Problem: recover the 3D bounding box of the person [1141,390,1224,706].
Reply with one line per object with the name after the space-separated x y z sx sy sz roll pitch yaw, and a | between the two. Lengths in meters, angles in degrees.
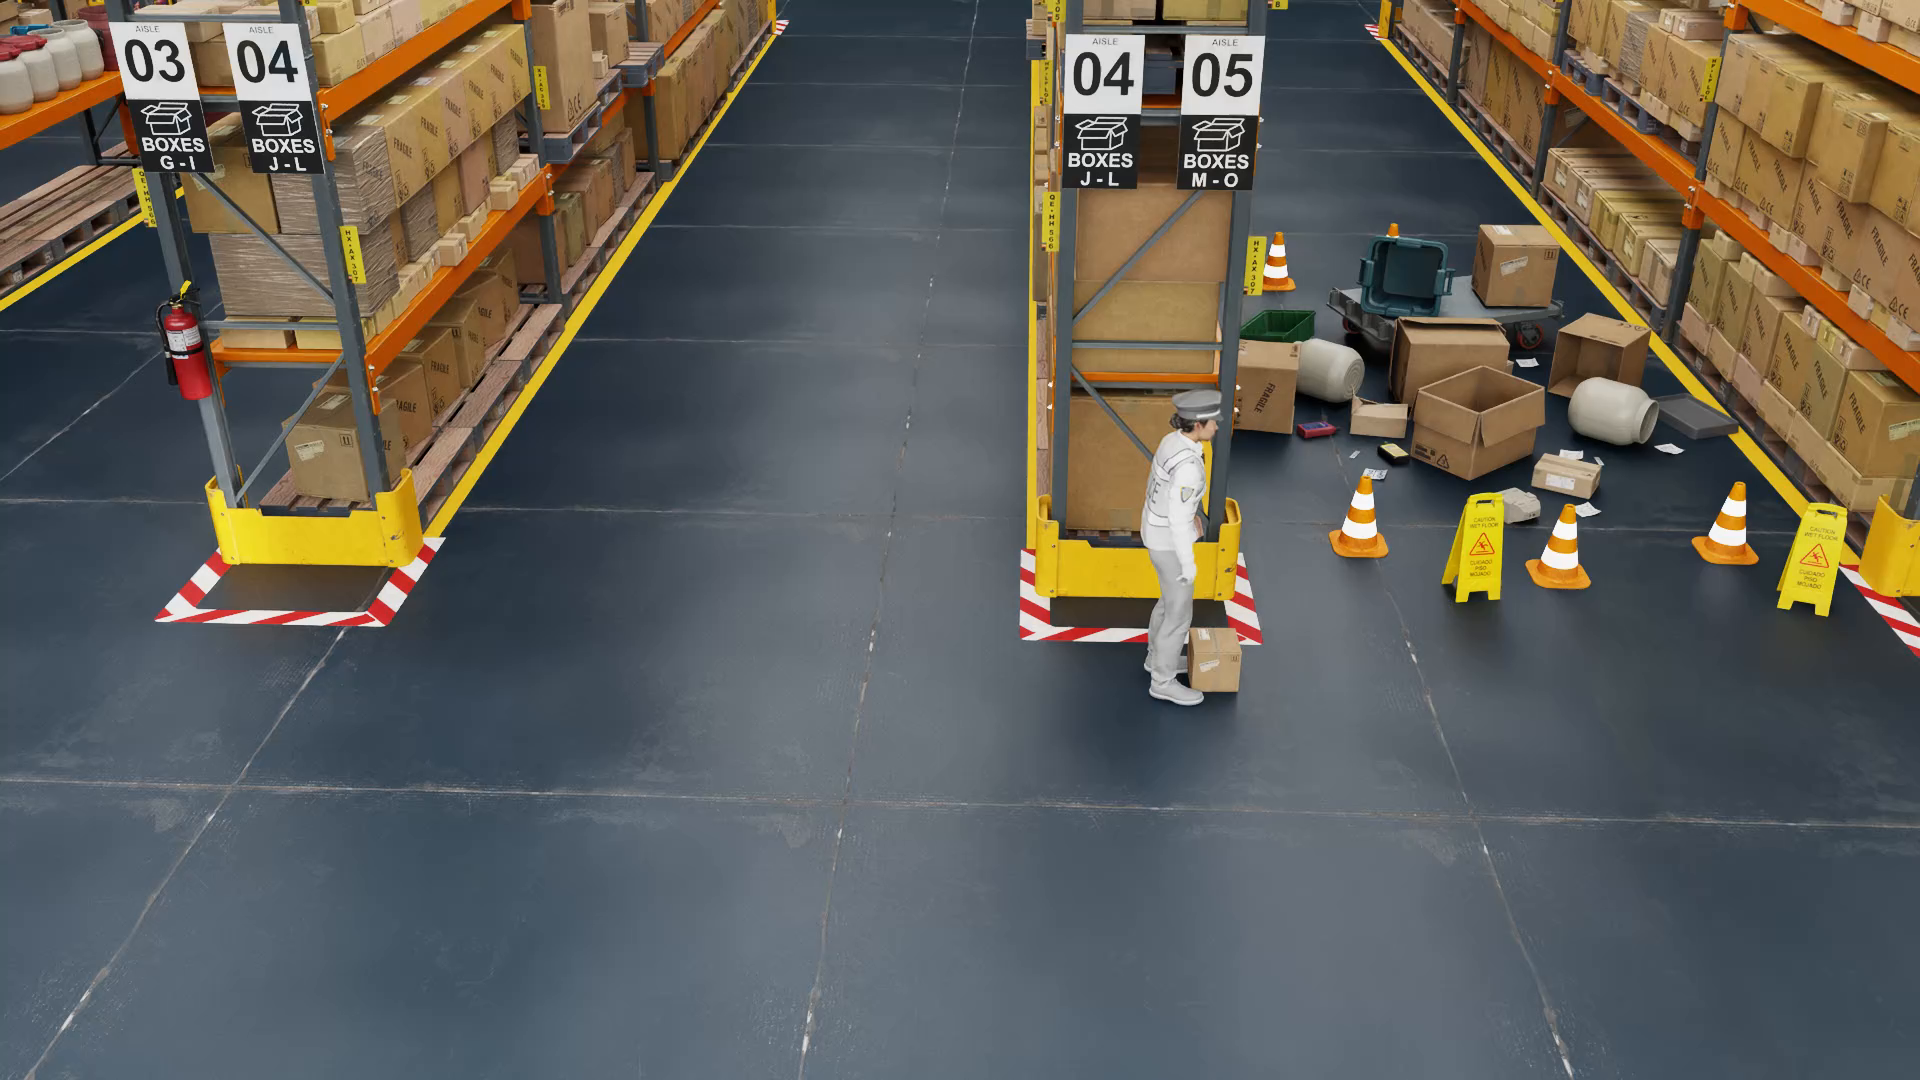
1.125 0.016 8.587 0.377 1.663 0.538 0 28 1 | person
